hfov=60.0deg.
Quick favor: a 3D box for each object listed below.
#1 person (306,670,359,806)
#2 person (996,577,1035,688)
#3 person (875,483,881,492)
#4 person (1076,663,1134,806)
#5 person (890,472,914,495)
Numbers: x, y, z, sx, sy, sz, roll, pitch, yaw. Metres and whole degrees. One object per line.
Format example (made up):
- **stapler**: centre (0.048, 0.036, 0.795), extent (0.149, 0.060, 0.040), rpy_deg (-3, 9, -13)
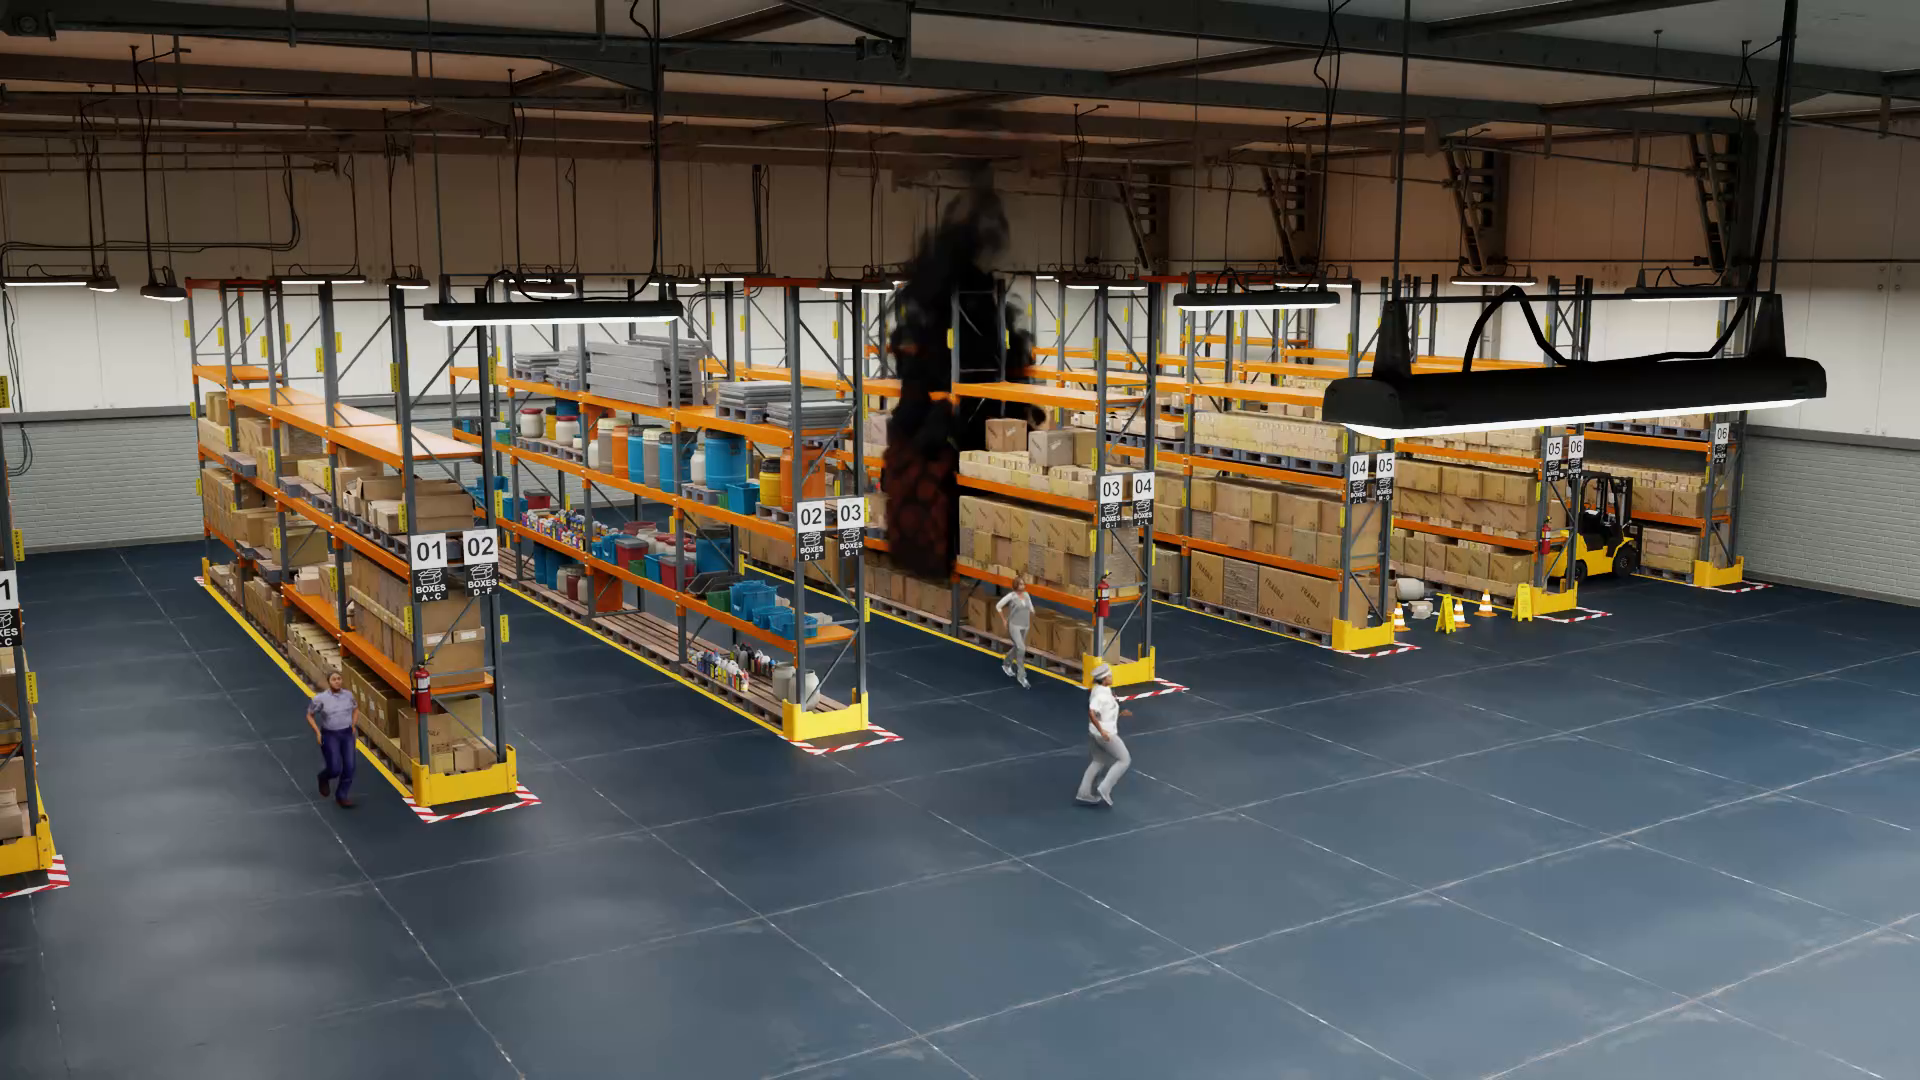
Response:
- **person**: centre (-7.283, 2.322, 19.464), extent (0.583, 1.583, 0.527), rpy_deg (-8, 12, -40)
- **person**: centre (0.858, 1.355, 25.026), extent (0.515, 1.636, 0.757), rpy_deg (-8, 12, -39)
- **person**: centre (-1.677, -0.337, 34.778), extent (0.659, 1.742, 0.708), rpy_deg (-7, 12, -35)
- **person**: centre (1.711, 2.279, 19.426), extent (0.666, 1.685, 0.546), rpy_deg (-2, 10, -12)
- **person**: centre (-1.311, -0.661, 36.920), extent (0.626, 1.783, 0.747), rpy_deg (-6, 11, -30)
